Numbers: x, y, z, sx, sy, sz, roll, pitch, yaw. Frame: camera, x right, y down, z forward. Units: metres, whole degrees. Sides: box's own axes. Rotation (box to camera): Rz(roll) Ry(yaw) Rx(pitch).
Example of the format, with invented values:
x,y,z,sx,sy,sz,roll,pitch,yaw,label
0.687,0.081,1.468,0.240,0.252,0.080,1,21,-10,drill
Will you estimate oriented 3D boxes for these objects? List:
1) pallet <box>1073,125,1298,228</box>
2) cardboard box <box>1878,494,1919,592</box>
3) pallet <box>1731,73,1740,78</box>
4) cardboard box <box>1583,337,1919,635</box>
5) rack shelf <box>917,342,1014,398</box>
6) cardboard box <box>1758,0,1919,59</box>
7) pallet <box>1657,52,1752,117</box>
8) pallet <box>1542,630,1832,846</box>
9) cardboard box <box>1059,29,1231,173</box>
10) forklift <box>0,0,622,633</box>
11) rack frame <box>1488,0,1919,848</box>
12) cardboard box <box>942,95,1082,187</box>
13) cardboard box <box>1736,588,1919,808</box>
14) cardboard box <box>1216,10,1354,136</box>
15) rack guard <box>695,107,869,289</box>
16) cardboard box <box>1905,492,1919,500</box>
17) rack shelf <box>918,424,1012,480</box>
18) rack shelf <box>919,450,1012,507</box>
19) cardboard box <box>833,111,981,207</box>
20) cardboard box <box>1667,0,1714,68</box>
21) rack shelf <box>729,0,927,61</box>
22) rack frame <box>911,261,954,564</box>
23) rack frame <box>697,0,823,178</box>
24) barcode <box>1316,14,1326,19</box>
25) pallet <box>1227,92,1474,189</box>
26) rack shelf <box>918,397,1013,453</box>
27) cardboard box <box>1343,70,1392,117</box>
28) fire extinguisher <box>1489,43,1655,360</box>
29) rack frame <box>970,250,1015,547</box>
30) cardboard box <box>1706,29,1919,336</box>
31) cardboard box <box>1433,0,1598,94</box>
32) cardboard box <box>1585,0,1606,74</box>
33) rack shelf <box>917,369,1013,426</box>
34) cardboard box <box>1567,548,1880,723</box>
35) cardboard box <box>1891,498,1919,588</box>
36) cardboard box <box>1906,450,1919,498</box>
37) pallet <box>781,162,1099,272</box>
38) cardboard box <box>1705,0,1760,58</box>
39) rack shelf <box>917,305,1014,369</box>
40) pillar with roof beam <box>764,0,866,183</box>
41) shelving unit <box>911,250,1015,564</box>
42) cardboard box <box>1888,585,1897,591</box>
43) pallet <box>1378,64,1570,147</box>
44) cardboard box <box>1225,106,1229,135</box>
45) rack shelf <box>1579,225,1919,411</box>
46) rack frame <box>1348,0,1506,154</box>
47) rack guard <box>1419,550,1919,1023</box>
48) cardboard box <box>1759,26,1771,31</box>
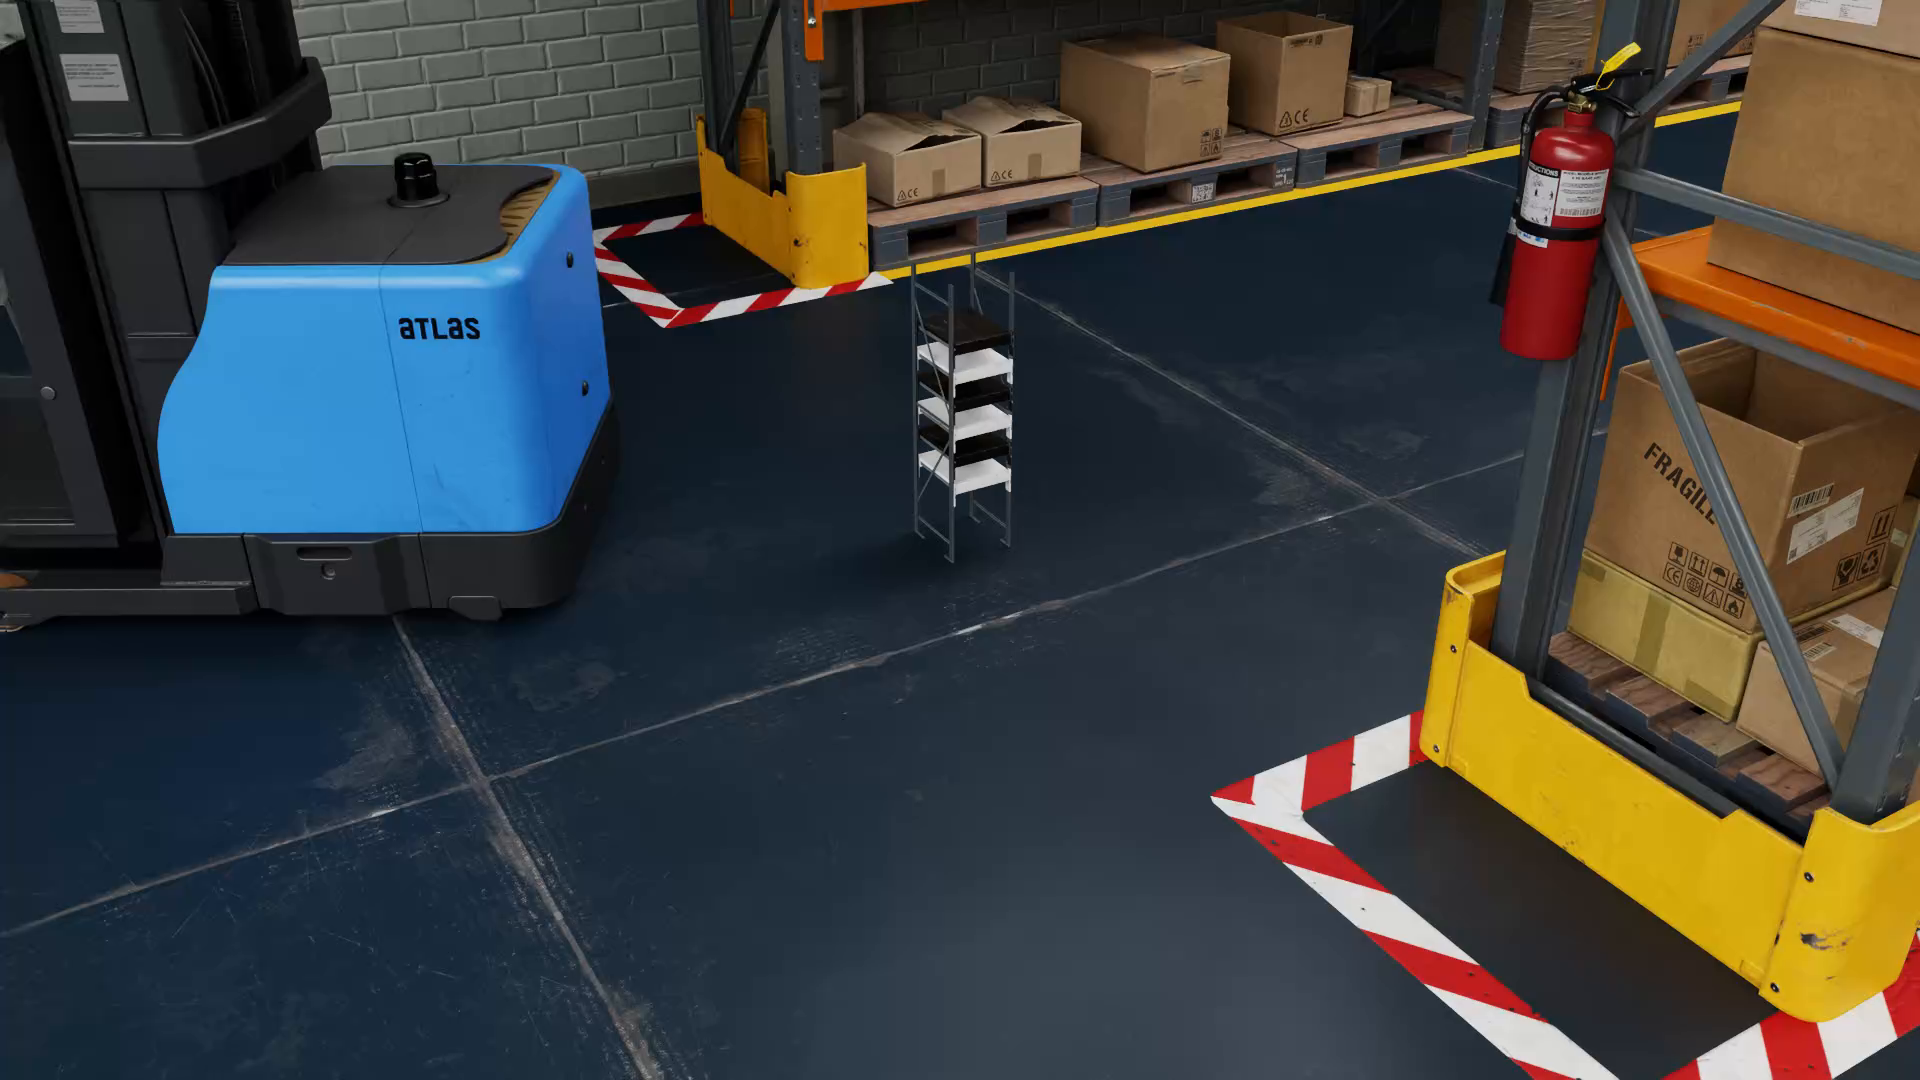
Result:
x,y,z,sx,sy,sz,roll,pitch,yaw,label
0.945,-1.936,8.539,1.213,0.211,1.003,-16,33,-26,pallet
2.361,0.044,4.477,0.500,0.250,0.500,-16,33,-26,cardboard box
5.334,-3.204,10.837,1.213,0.211,1.003,-16,33,-26,pallet
1.935,-0.158,4.067,0.500,0.500,0.500,-16,33,-26,cardboard box
0.007,-0.524,4.965,0.200,0.077,0.258,-16,33,-26,rack shelf
1.856,-1.095,3.355,0.250,0.149,0.380,-16,33,-27,cardboard box
4.283,-2.907,10.299,1.213,0.211,1.003,-16,33,-26,pallet
2.262,0.422,4.267,1.213,0.211,1.003,-16,33,-26,pallet
0.902,-2.185,8.237,0.500,0.500,0.700,-18,34,-29,cardboard box
-2.647,-1.275,4.526,3.031,2.935,1.130,0,29,0,forklift
1.624,-0.594,3.222,0.127,3.000,1.000,-16,33,-26,rack frame
0.244,-1.944,7.995,0.500,0.311,0.500,-13,31,-22,cardboard box
2.199,0.387,3.855,0.500,0.250,0.500,-16,33,-26,cardboard box
1.685,-2.464,8.741,0.500,0.500,0.500,-19,34,-30,cardboard box
-0.824,-1.581,7.598,0.348,0.500,1.175,-16,33,-26,rack guard
2.791,-0.079,4.700,0.500,0.250,0.500,-16,33,-26,cardboard box
0.007,-0.288,5.096,0.200,0.077,0.258,-16,33,-26,rack shelf
0.007,-0.209,5.139,0.200,0.077,0.258,-16,33,-26,rack shelf
-0.247,-1.804,7.742,0.500,0.311,0.500,-20,35,-32,cardboard box
4.066,-3.177,10.034,0.500,0.500,0.700,-15,32,-26,cardboard box
0.835,-2.832,8.021,4.000,0.370,1.077,-16,33,-26,rack shelf
-0.081,-0.371,4.991,0.006,0.900,0.240,-16,33,-26,rack frame
-0.889,-2.657,6.960,0.127,3.000,1.000,-16,33,-26,rack frame
1.972,-2.842,9.096,0.075,0.075,0.001,-16,33,-26,barcode
1.998,-2.236,9.083,1.213,0.211,1.003,-16,33,-26,pallet
0.007,-0.367,5.052,0.200,0.077,0.258,-16,33,-26,rack shelf
2.113,-2.445,9.053,0.250,0.166,0.380,-21,35,-33,cardboard box
1.286,-0.725,3.539,0.183,0.674,0.296,-16,33,-26,fire extinguisher
0.095,-0.421,5.081,0.006,0.900,0.240,-16,33,-26,rack frame
2.033,-0.747,3.396,0.500,0.500,0.700,-16,33,-26,cardboard box
3.186,-2.921,9.571,0.500,0.500,0.700,-15,32,-25,cardboard box
3.606,-3.069,9.838,0.500,0.500,0.700,-17,33,-27,cardboard box
0.007,-0.446,5.009,0.200,0.077,0.258,-16,33,-26,rack shelf
1.936,0.171,4.246,0.500,0.250,0.500,-16,33,-26,cardboard box
2.629,-0.064,3.897,0.500,0.500,0.500,-16,33,-26,cardboard box
2.790,-0.409,4.521,0.500,0.500,0.500,-16,33,-26,cardboard box
-0.105,-1.639,8.001,1.213,0.211,1.003,-16,33,-26,pallet
4.497,-3.304,10.265,0.500,0.500,0.700,-16,33,-27,cardboard box
0.007,-0.603,4.922,0.200,0.077,0.258,-16,33,-26,rack shelf
1.457,-4.022,3.224,0.400,9.000,9.100,-16,33,-26,pillar with roof beam
0.007,-0.396,5.036,0.210,0.900,0.258,-16,33,-26,shelving unit
2.628,0.263,4.080,0.500,0.250,0.500,-16,33,-26,cardboard box
3.230,-2.606,9.754,1.213,0.211,1.003,-16,33,-26,pallet
1.170,-2.197,8.622,0.250,0.149,0.380,-19,34,-30,cardboard box
3.348,-0.769,4.283,4.000,0.370,1.077,-16,33,-26,rack shelf
2.559,-3.636,8.734,0.127,3.000,1.000,-16,33,-26,rack frame
1.603,0.506,3.816,0.348,0.500,1.175,-16,33,-26,rack guard
4.911,-3.438,10.507,0.500,0.500,0.700,-16,33,-26,cardboard box
